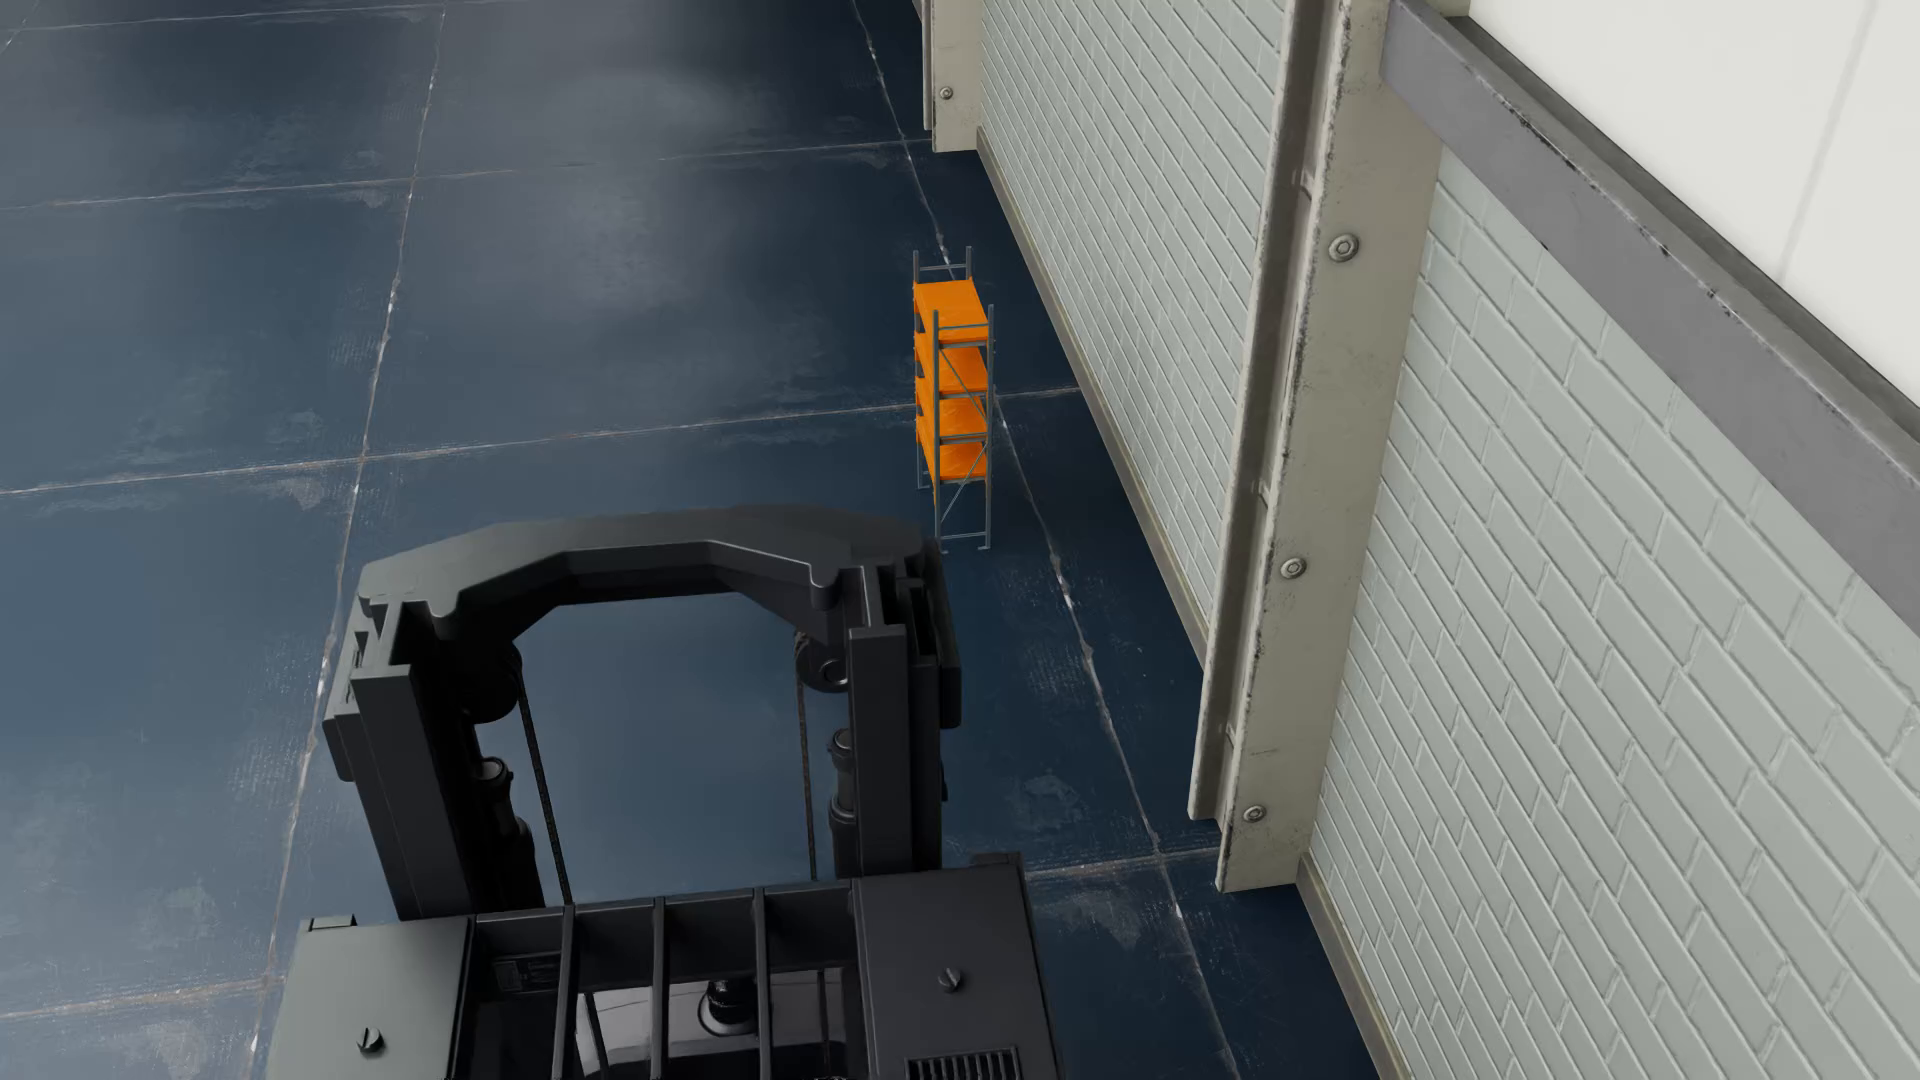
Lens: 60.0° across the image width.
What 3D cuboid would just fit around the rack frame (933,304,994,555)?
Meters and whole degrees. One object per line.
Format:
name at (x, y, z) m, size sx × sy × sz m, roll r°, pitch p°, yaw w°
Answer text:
rack frame at (0.014, -0.426, 6.821) m, size 0.240 × 1.200 × 0.015 m, roll -6°, pitch 38°, yaw -8°

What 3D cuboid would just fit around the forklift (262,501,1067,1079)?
forklift at (-0.405, 1.518, 2.907) m, size 1.130 × 2.935 × 3.031 m, roll -4°, pitch 38°, yaw -6°

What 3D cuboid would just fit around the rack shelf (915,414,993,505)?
rack shelf at (-0.029, -0.364, 7.174) m, size 0.258 × 0.148 × 0.480 m, roll -6°, pitch 38°, yaw -8°

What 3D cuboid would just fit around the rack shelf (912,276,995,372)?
rack shelf at (-0.029, -0.884, 6.770) m, size 0.258 × 0.148 × 0.480 m, roll -6°, pitch 38°, yaw -8°

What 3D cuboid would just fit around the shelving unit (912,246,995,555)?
shelving unit at (-0.029, -0.574, 7.011) m, size 0.258 × 1.200 × 0.503 m, roll -6°, pitch 38°, yaw -8°

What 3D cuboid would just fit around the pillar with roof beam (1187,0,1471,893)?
pillar with roof beam at (-3.233, -2.018, 2.512) m, size 9.100 × 9.000 × 0.400 m, roll -6°, pitch 38°, yaw -8°

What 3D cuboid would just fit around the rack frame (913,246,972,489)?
rack frame at (-0.072, -0.721, 7.200) m, size 0.240 × 1.200 × 0.015 m, roll -6°, pitch 38°, yaw -8°

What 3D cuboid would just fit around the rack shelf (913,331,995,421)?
rack shelf at (-0.029, -0.697, 6.915) m, size 0.258 × 0.148 × 0.480 m, roll -6°, pitch 38°, yaw -8°

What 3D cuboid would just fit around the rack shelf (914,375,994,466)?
rack shelf at (-0.029, -0.521, 7.052) m, size 0.258 × 0.148 × 0.480 m, roll -6°, pitch 38°, yaw -8°

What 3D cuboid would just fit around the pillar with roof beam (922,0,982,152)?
pillar with roof beam at (-4.285, -5.642, 7.177) m, size 9.100 × 9.000 × 0.400 m, roll -6°, pitch 38°, yaw -8°
